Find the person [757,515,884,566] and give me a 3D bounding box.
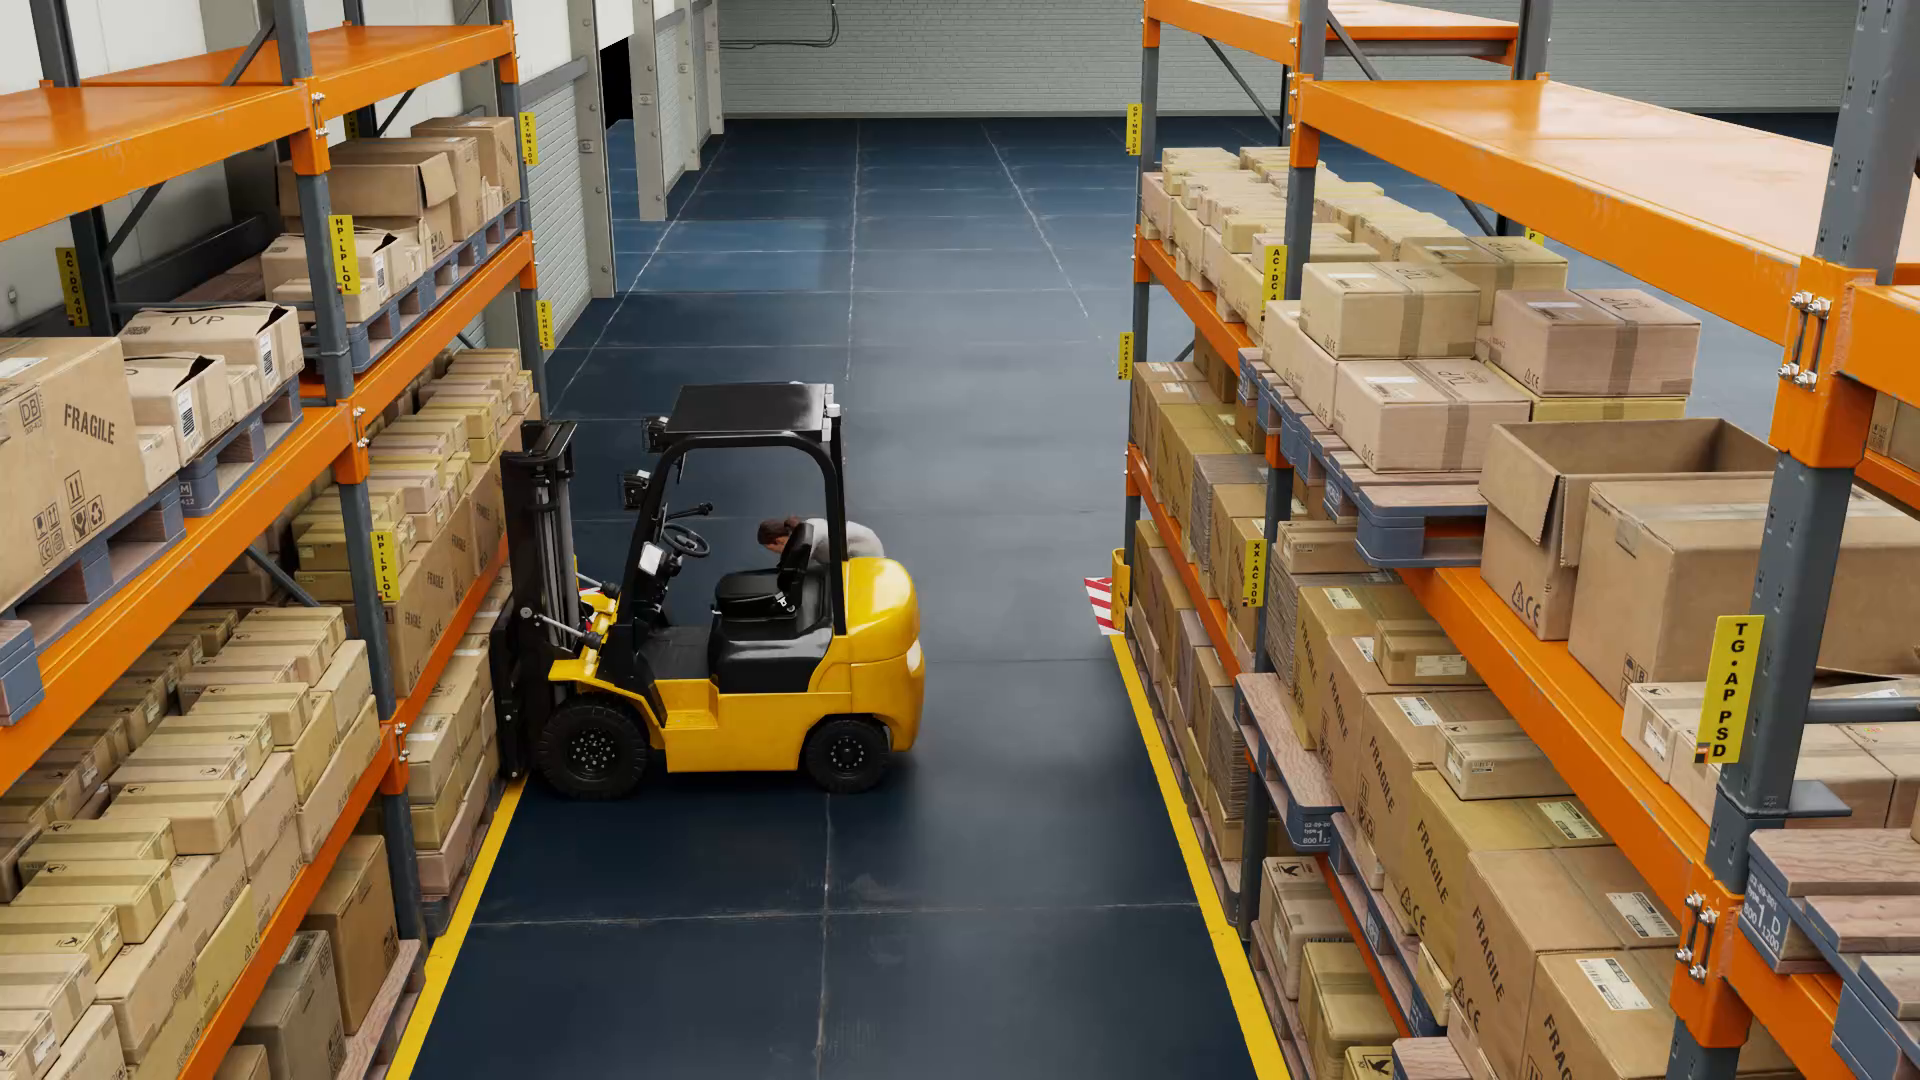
[{"bbox_3d":[-0.945,0.252,11.398,0.857,0.897,0.463,-2,21,-5],"label":"person"}]
